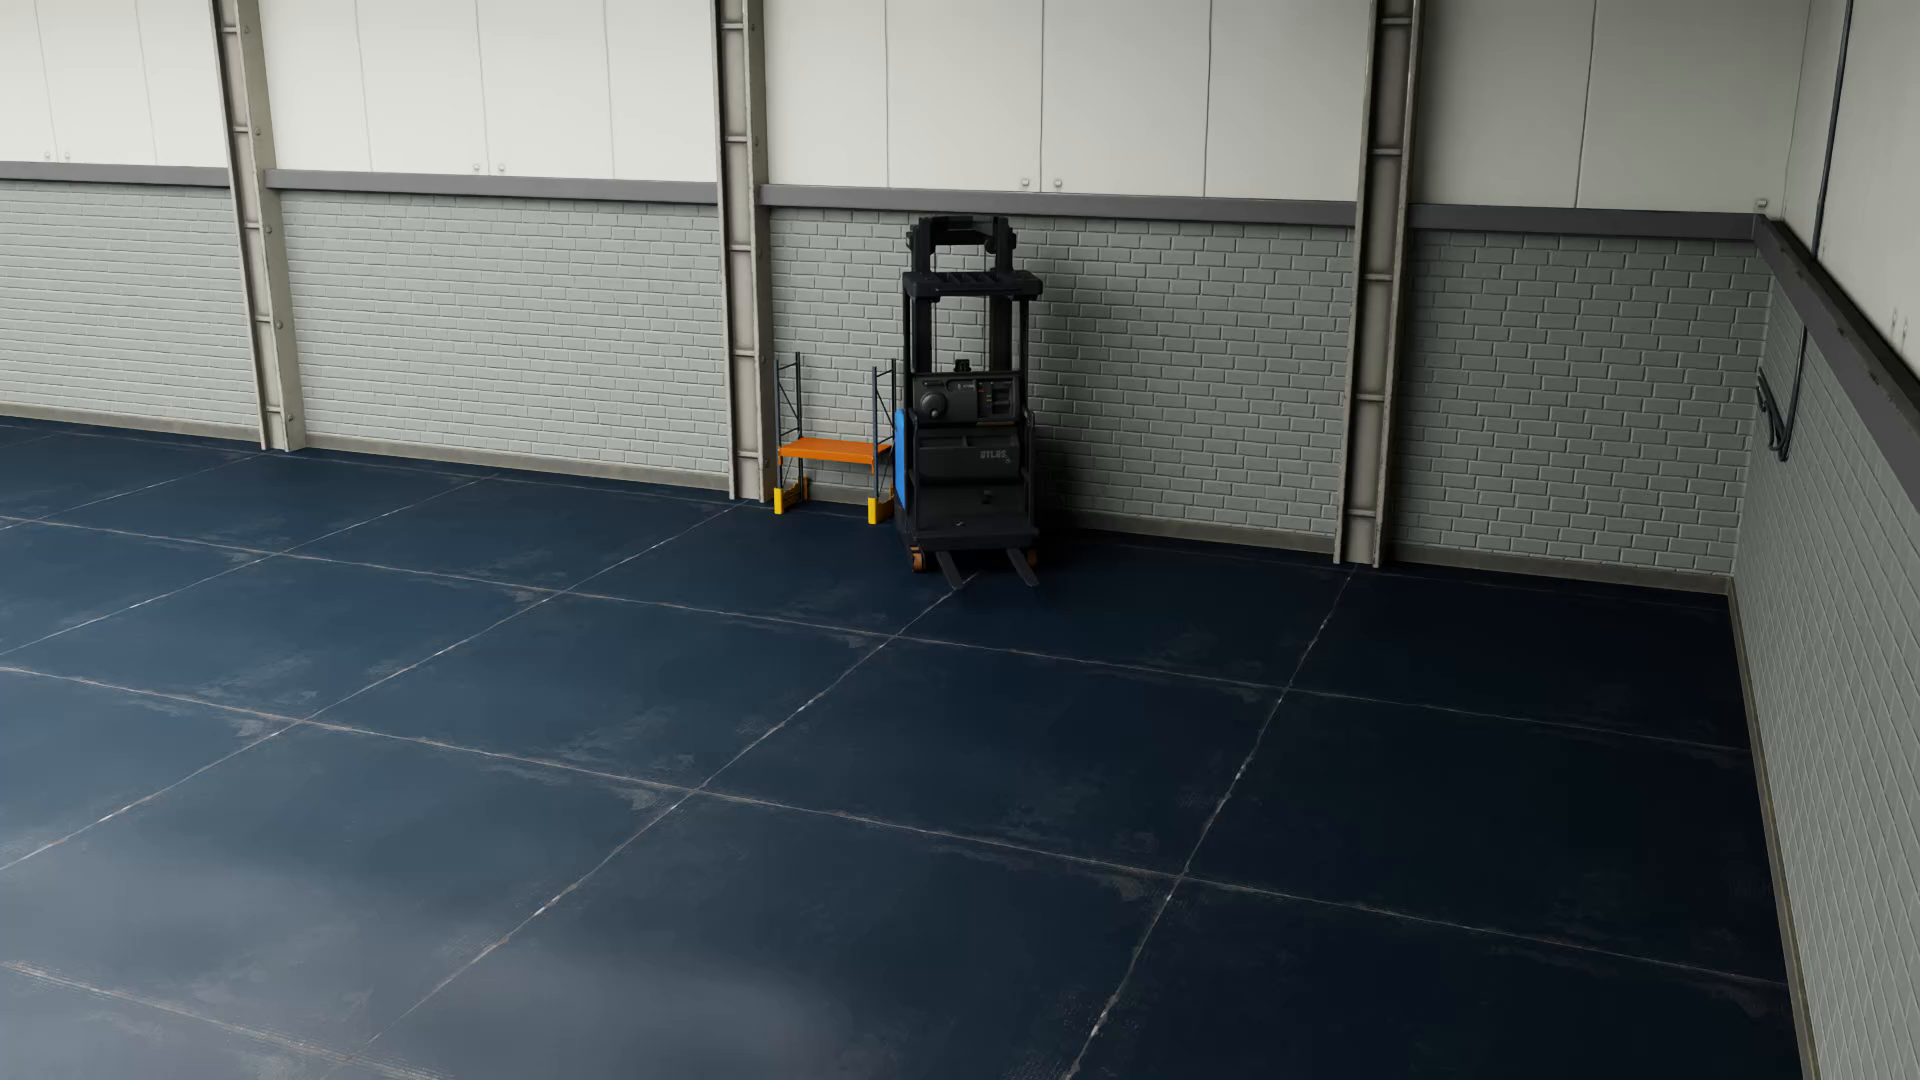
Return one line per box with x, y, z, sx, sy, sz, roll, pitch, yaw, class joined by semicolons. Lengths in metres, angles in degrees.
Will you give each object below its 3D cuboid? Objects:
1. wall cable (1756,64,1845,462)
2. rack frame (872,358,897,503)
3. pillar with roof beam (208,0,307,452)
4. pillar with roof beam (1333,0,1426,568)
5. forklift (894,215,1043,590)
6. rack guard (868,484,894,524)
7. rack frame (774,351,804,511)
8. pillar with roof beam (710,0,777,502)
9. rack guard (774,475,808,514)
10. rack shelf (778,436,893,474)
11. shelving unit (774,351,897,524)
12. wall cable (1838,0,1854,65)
5.764;-2.005;11.585;0.112;2.526;3.097;6;17;21;wall cable
-0.713;-0.948;15.827;0.032;1.500;0.500;6;17;20;rack frame
-9.234;-4.251;13.754;0.400;9.000;9.100;6;17;21;pillar with roof beam
1.929;-3.024;9.526;0.400;9.000;9.100;6;17;21;pillar with roof beam
0.085;-1.236;14.249;1.130;2.935;3.031;-2;16;-8;forklift
-0.731;-0.350;16.008;0.087;0.250;0.587;6;17;20;rack guard
-1.662;-1.050;16.178;0.032;1.500;0.500;6;17;20;rack frame
-3.652;-3.638;11.640;0.400;9.000;9.100;6;17;21;pillar with roof beam
-1.660;-0.450;16.351;0.087;0.250;0.587;6;17;20;rack guard
-1.187;-0.827;16.052;1.000;0.185;0.538;6;17;20;rack shelf
-1.196;-1.000;16.005;1.083;1.500;0.587;6;17;20;shelving unit
4.771;-3.729;8.464;0.112;2.526;3.097;6;17;21;wall cable
